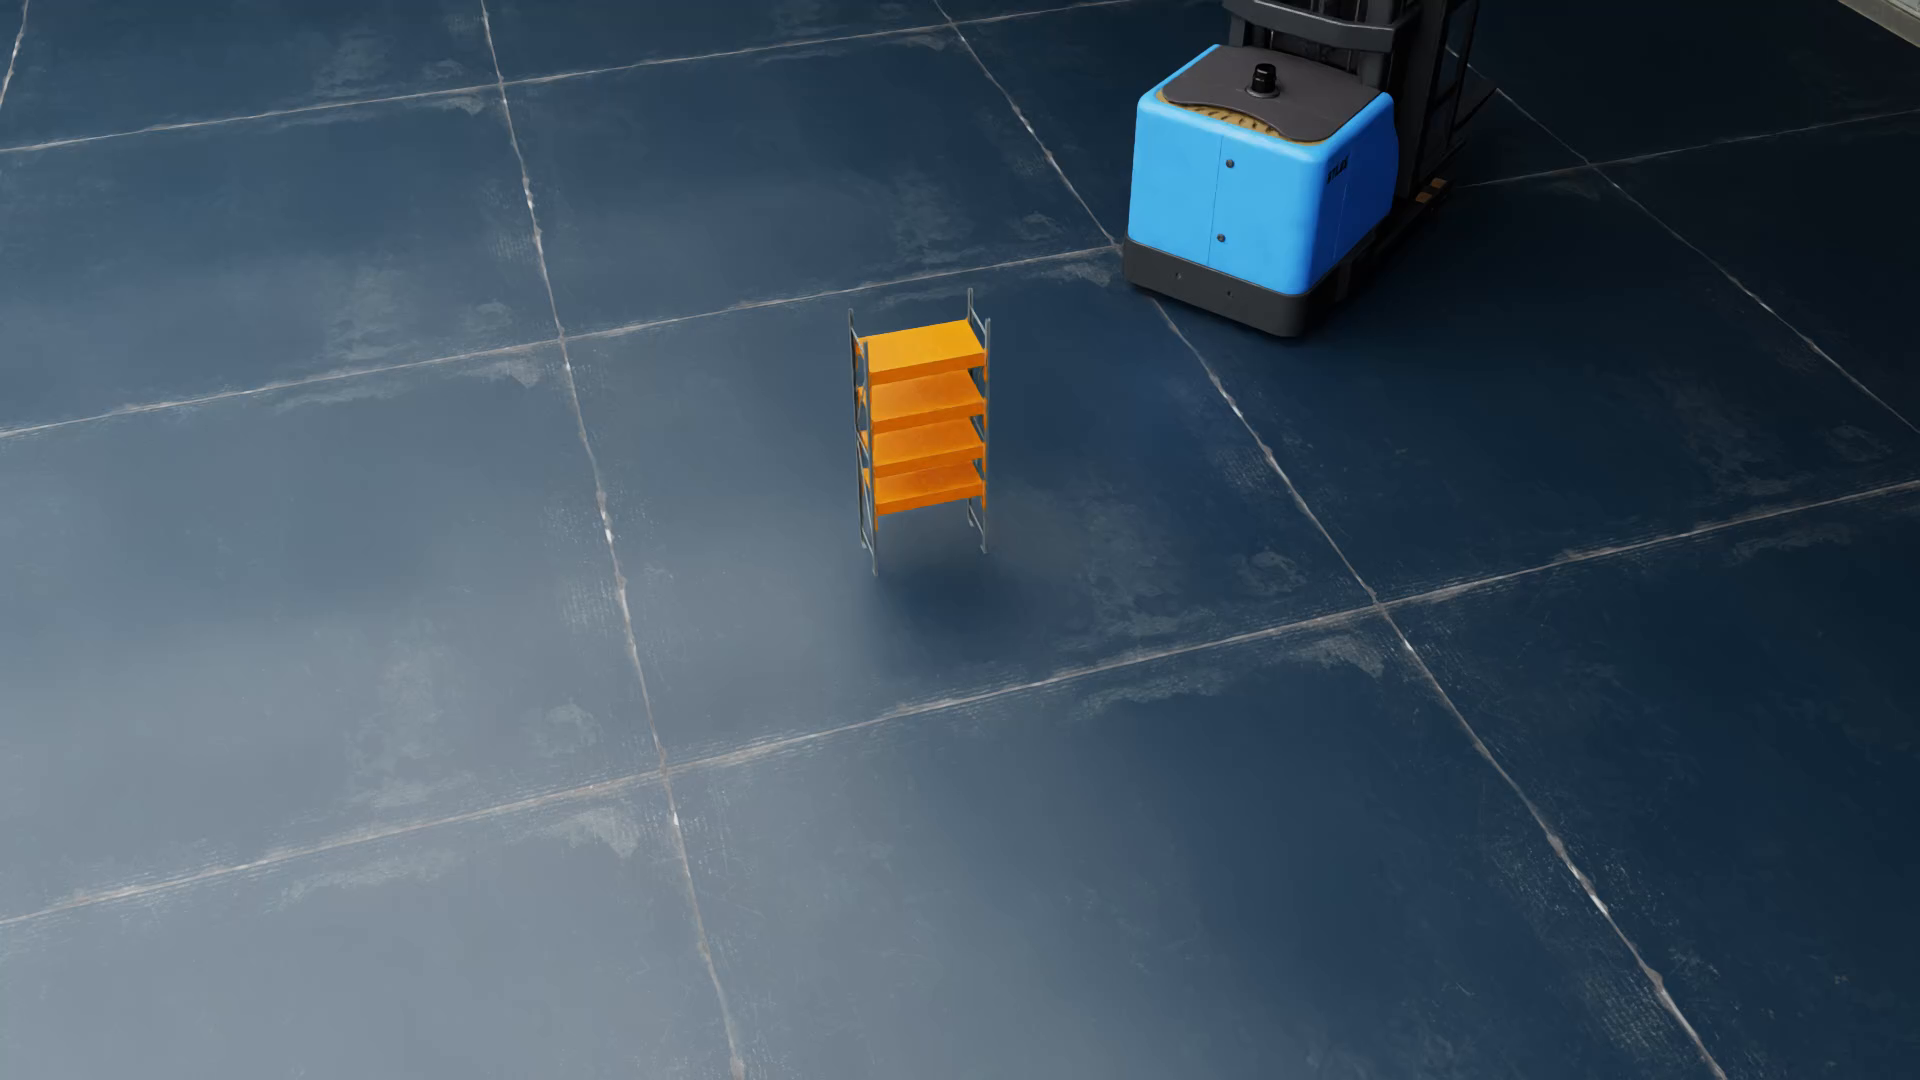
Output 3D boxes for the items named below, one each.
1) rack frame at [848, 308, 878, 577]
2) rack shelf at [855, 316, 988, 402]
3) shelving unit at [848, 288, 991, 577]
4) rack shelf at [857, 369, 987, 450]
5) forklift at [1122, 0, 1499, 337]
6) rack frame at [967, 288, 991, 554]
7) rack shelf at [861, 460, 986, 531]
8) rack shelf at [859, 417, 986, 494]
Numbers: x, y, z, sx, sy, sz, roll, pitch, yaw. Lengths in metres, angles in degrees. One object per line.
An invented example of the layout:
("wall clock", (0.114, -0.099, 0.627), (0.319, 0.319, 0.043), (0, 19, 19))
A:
("rack frame", (-0.391, -0.371, 6.763), (0.015, 1.200, 0.240), (-12, 42, -13))
("rack shelf", (-0.158, -0.715, 6.559), (0.480, 0.148, 0.258), (-12, 42, -13))
("shelving unit", (-0.158, -0.419, 6.818), (0.503, 1.200, 0.258), (-12, 42, -13))
("rack shelf", (-0.158, -0.537, 6.715), (0.480, 0.148, 0.258), (-12, 42, -13))
("forklift", (2.120, -3.043, 8.505), (1.130, 2.935, 3.031), (25, 47, 26))
("rack frame", (0.075, -0.467, 6.873), (0.015, 1.200, 0.240), (-12, 42, -13))
("rack shelf", (-0.158, -0.219, 6.993), (0.480, 0.148, 0.258), (-12, 42, -13))
("rack shelf", (-0.158, -0.368, 6.862), (0.480, 0.148, 0.258), (-12, 42, -13))
